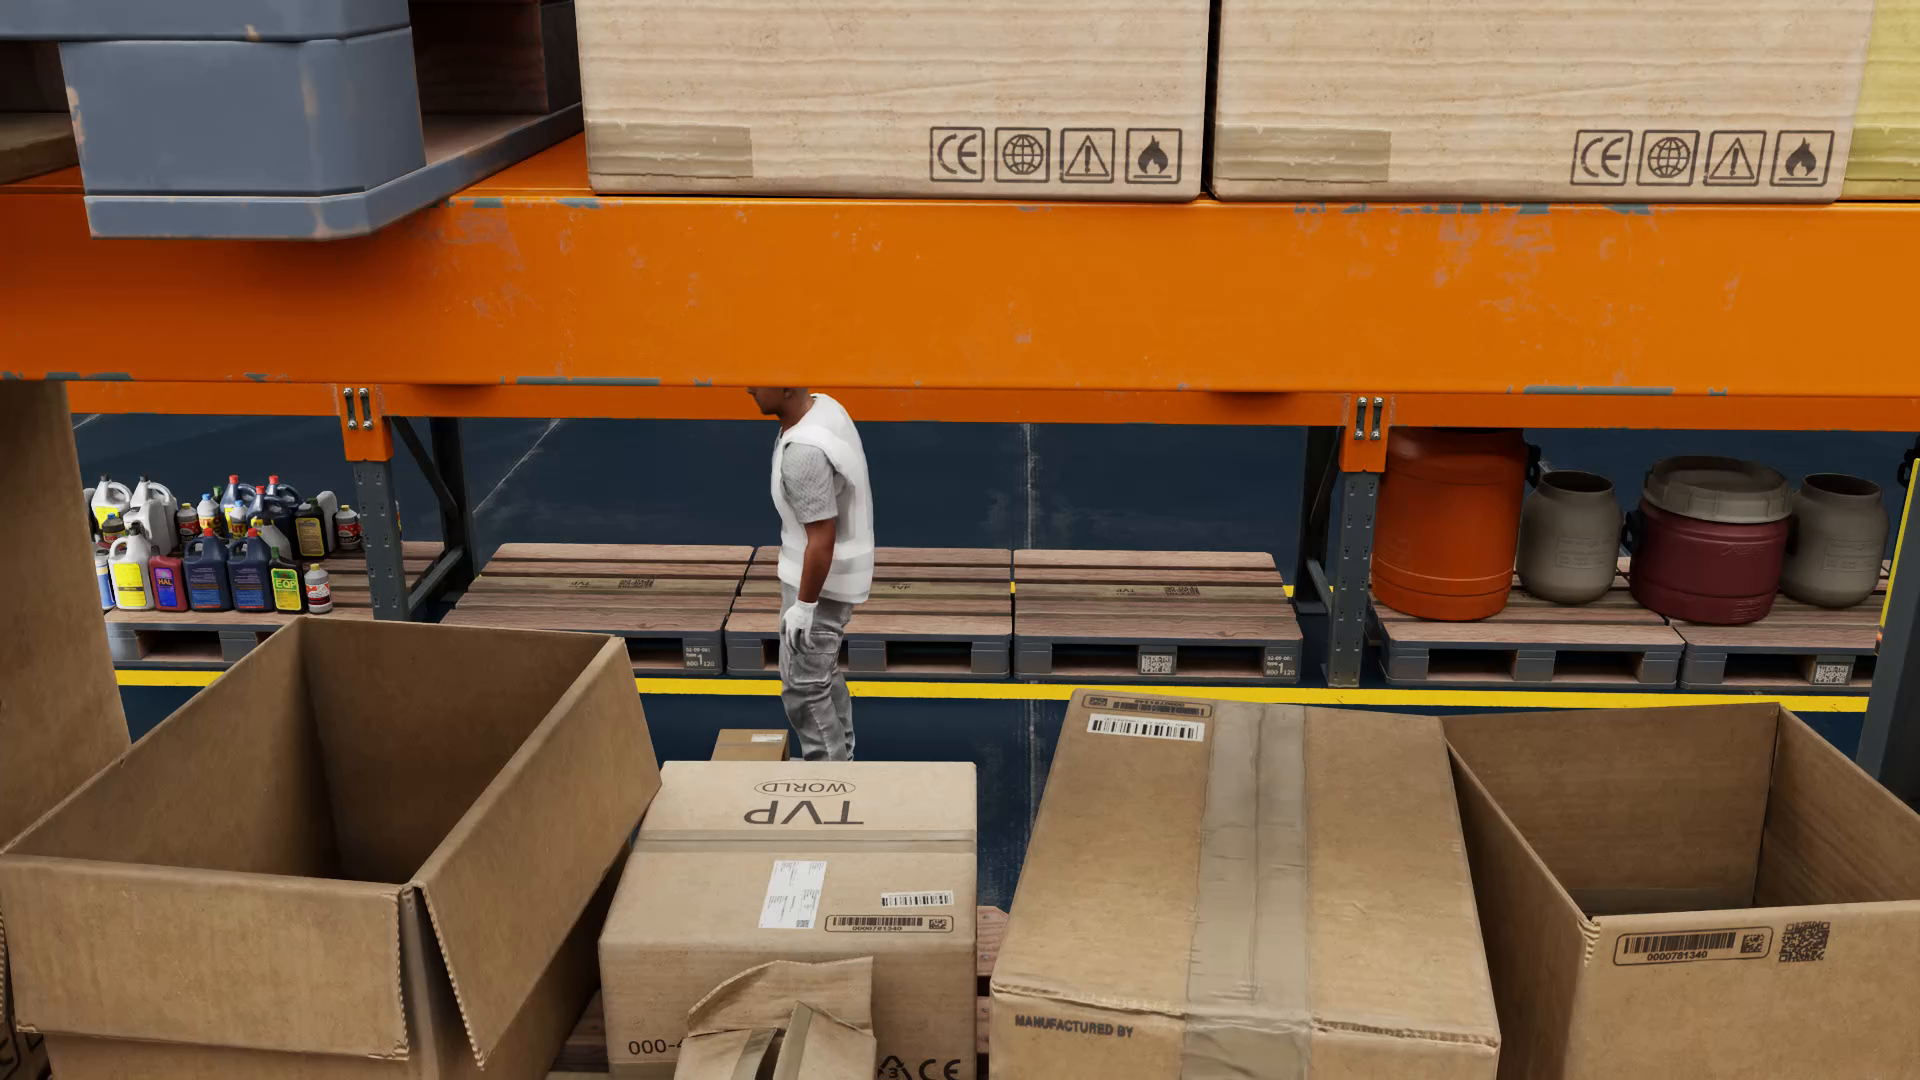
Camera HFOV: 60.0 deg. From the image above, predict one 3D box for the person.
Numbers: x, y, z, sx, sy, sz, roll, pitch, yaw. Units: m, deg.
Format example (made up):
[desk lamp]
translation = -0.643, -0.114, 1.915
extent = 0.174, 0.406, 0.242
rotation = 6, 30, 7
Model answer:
[person]
translation = -0.518, 0.137, 5.699
extent = 0.451, 1.773, 0.623
rotation = -1, 21, -2
